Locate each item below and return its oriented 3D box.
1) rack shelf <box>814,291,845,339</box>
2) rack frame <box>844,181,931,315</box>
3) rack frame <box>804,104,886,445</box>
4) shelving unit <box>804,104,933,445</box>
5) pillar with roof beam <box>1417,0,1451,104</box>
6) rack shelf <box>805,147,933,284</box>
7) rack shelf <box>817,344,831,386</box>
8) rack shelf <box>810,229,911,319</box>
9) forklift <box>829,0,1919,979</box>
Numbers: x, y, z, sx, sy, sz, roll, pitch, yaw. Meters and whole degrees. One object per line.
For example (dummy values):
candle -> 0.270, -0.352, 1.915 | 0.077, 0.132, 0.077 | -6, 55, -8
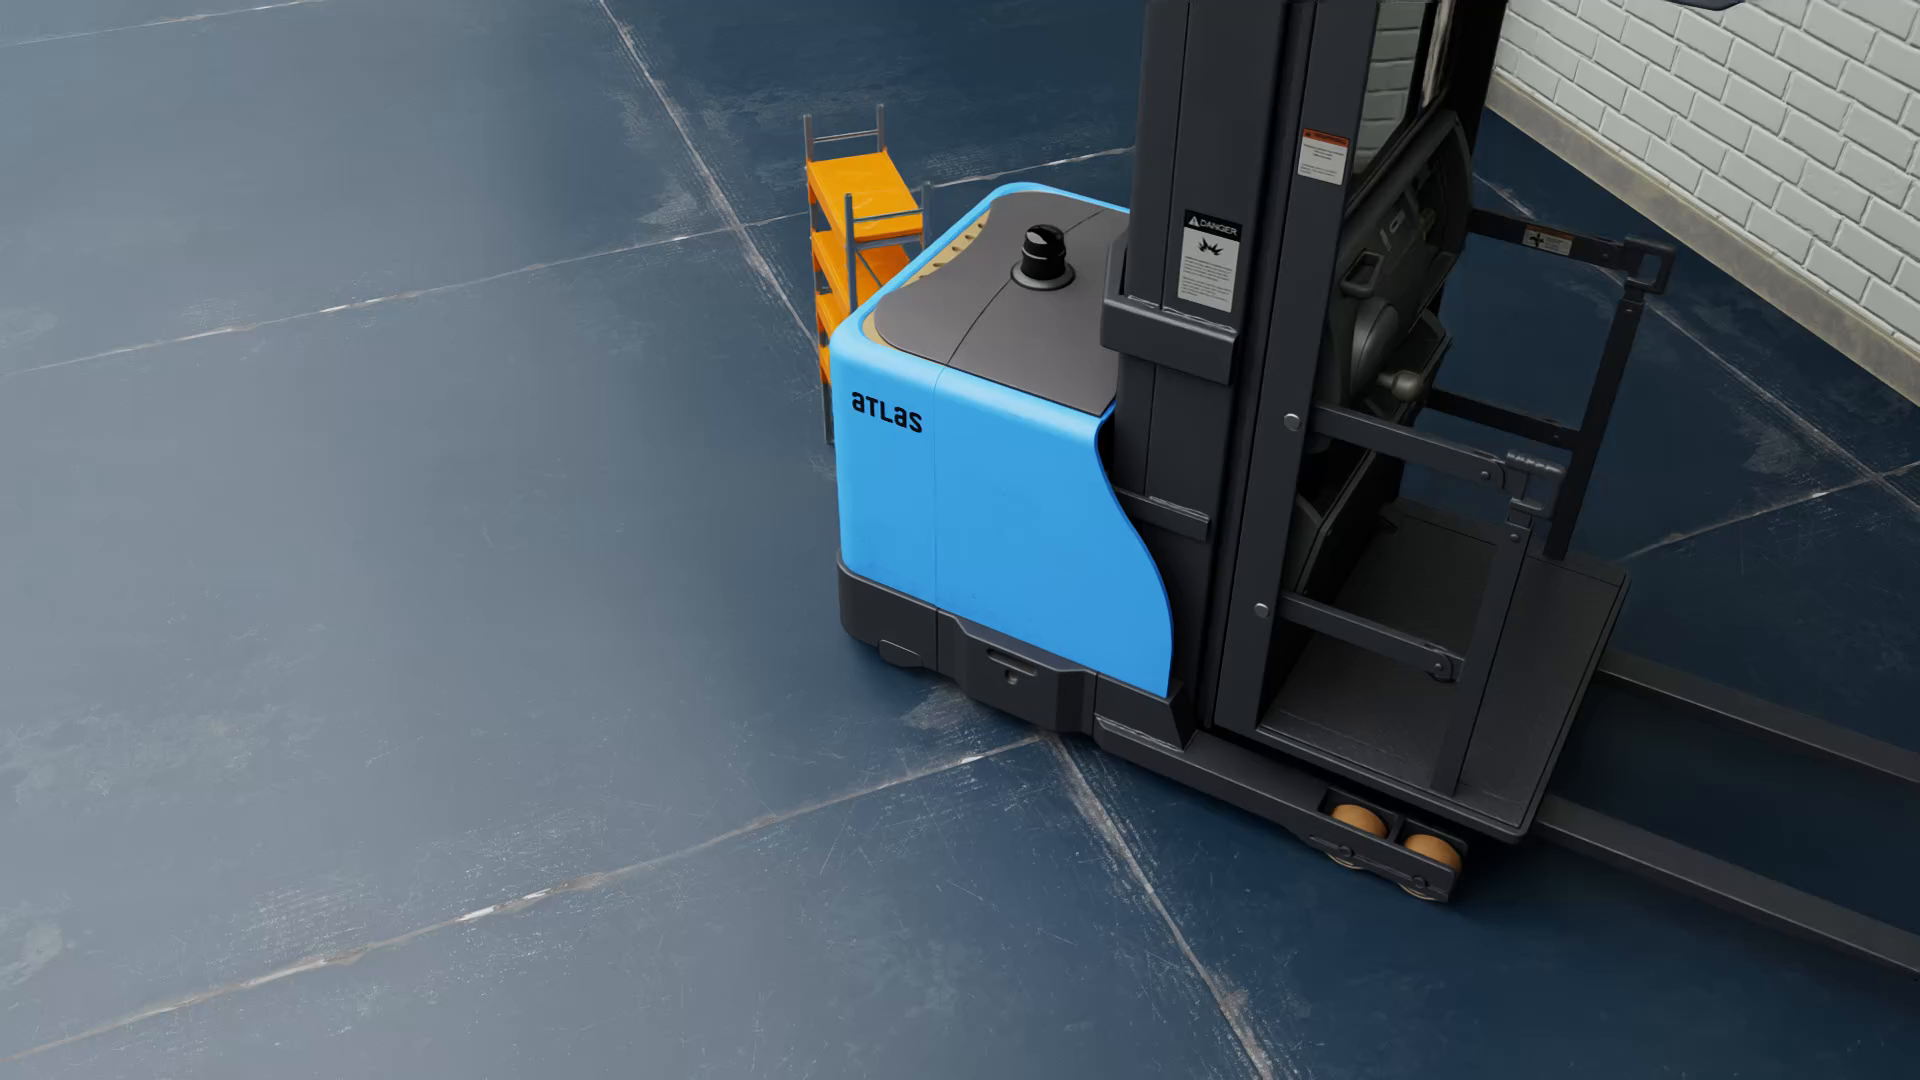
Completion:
rack shelf -> -0.269, -0.601, 5.132 | 0.258, 0.148, 0.480 | -11, 42, -13
rack frame -> -0.197, -0.500, 4.911 | 0.240, 1.200, 0.015 | -11, 42, -13
rack frame -> -0.340, -0.804, 5.265 | 0.240, 1.200, 0.015 | -11, 42, -13
shelving unit -> -0.269, -0.652, 5.088 | 0.258, 1.200, 0.503 | -11, 42, -13
pillar with roof beam -> -1.803, -4.434, 3.505 | 9.100, 9.000, 0.400 | -15, 43, -17
rack shelf -> -0.269, -0.950, 4.831 | 0.258, 0.148, 0.480 | -11, 42, -13
rack shelf -> -0.269, -0.450, 5.261 | 0.258, 0.148, 0.480 | -11, 42, -13
rack shelf -> -0.269, -0.770, 4.986 | 0.258, 0.148, 0.480 | -11, 42, -13
forklift -> 1.182, -0.604, 3.705 | 3.031, 2.935, 1.130 | 21, 45, 22
